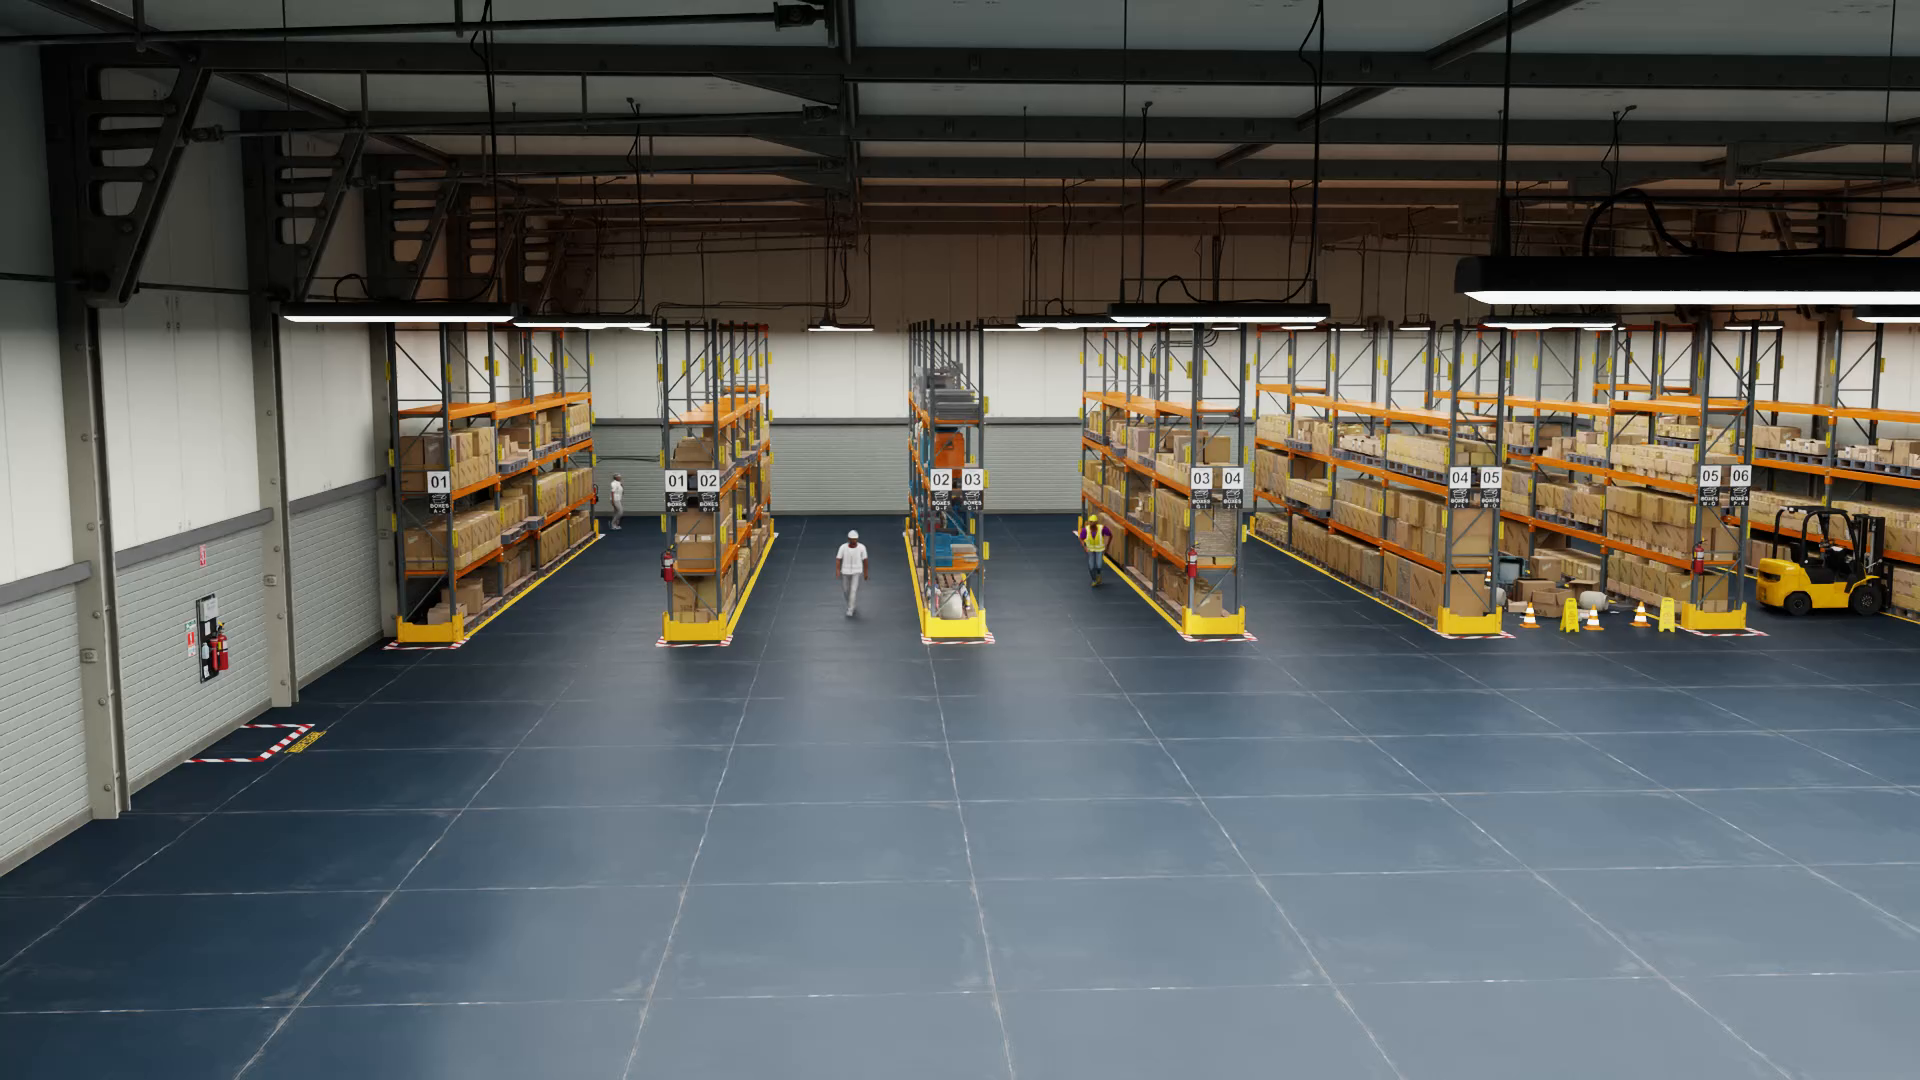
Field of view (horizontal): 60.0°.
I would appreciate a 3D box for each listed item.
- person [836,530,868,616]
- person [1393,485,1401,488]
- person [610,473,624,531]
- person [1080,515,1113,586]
[{"bbox_3d":[-2.220,0.667,34.000,0.632,1.725,0.974,0,7,3],"label":"person"},{"bbox_3d":[11.480,-0.550,43.840,0.580,1.793,0.410,-5,8,-33],"label":"person"},{"bbox_3d":[-10.045,-1.132,48.747,0.411,1.696,0.468,0,7,0],"label":"person"},{"bbox_3d":[3.091,0.238,37.775,0.749,1.657,0.717,1,7,8],"label":"person"}]
